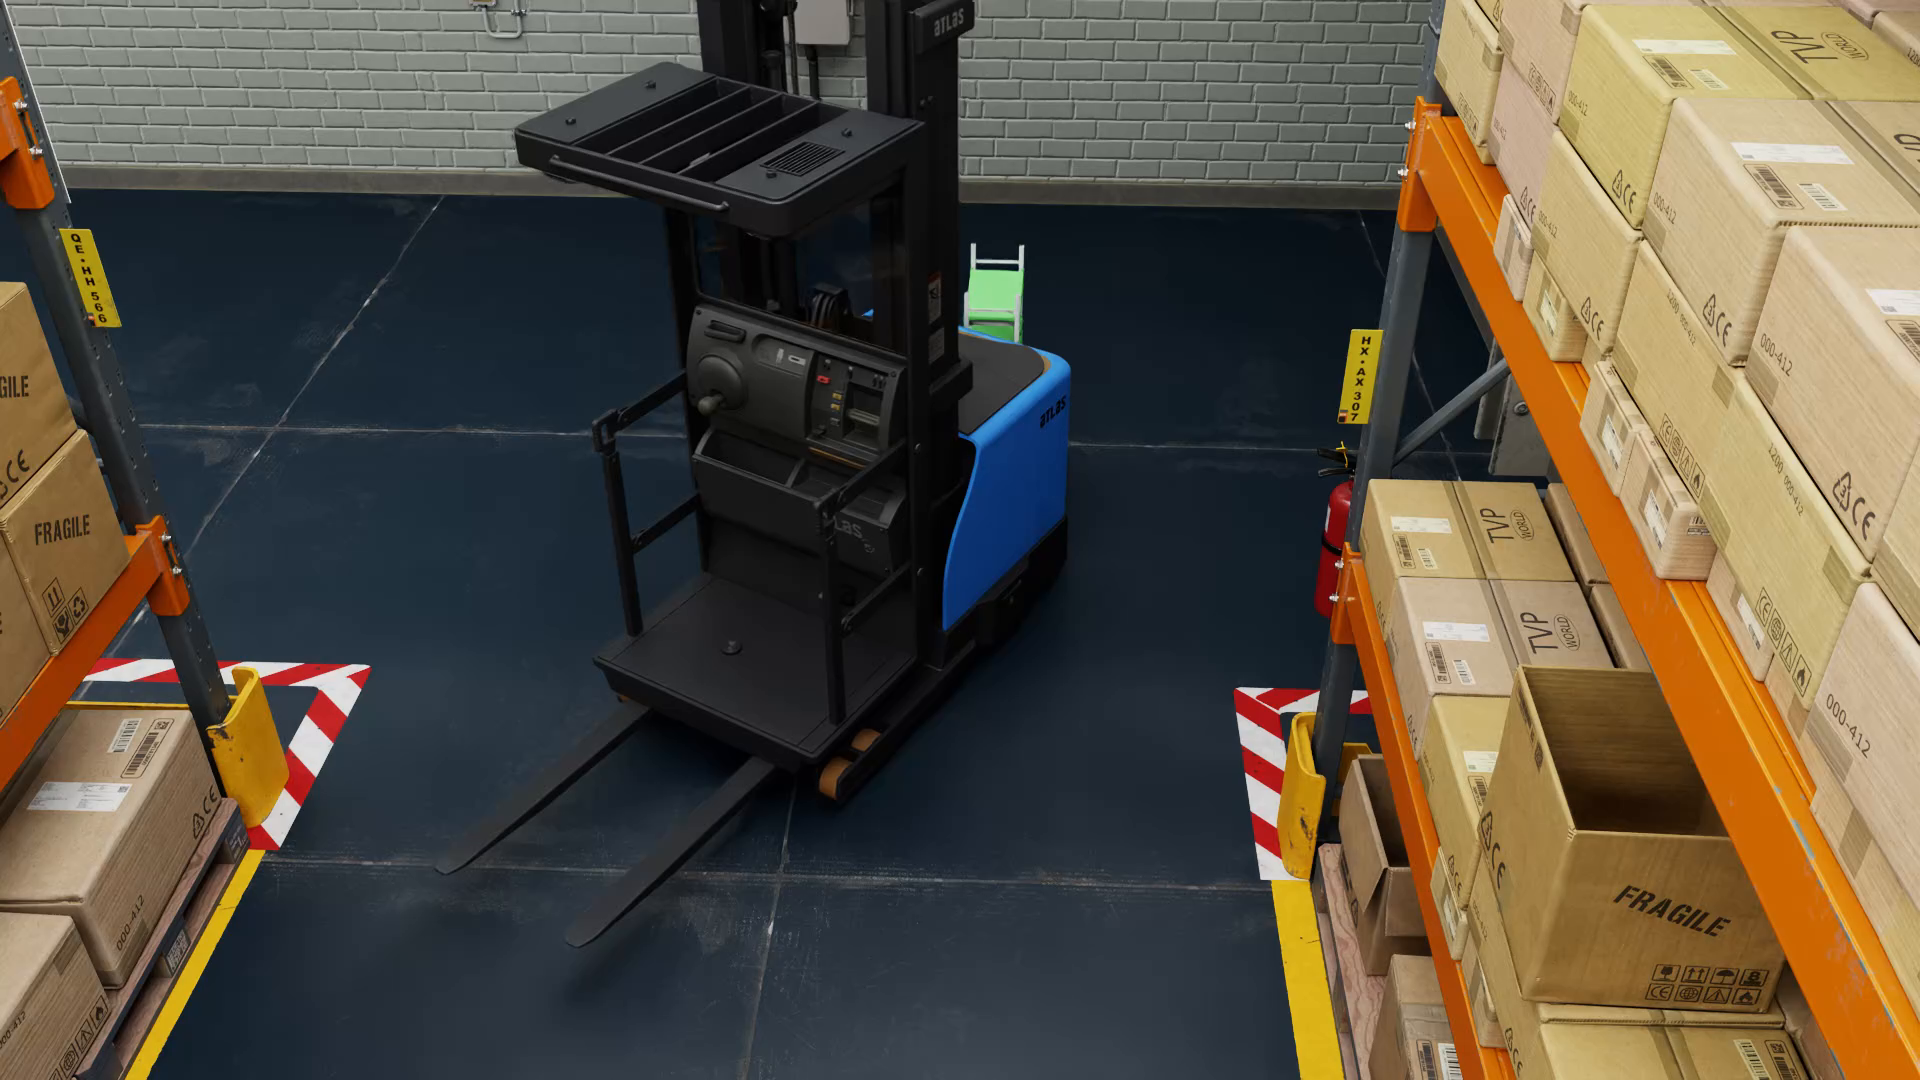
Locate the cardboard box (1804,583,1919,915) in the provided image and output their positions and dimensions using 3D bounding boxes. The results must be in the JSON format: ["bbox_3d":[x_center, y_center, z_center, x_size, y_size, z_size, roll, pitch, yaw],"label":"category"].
[{"bbox_3d":[1.390,0.297,1.981,0.500,0.250,0.500,0,35,0],"label":"cardboard box"}]

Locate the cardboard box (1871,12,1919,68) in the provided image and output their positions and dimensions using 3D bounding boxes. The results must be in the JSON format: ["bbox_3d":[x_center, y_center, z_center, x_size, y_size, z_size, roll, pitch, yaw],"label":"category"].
[{"bbox_3d":[2.001,-0.767,3.060,0.500,0.250,0.500,2,35,2],"label":"cardboard box"}]

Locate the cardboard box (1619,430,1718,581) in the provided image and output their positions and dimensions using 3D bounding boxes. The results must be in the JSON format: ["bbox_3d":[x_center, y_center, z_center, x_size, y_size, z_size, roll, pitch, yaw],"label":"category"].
[{"bbox_3d":[1.362,-0.056,2.831,0.380,0.149,0.250,2,35,3],"label":"cardboard box"}]

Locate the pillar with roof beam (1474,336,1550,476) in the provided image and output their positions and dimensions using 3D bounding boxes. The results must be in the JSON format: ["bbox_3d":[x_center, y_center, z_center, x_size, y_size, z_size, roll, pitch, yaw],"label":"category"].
[{"bbox_3d":[-1.521,-4.214,5.919,9.100,9.000,0.400,1,35,2],"label":"pillar with roof beam"}]

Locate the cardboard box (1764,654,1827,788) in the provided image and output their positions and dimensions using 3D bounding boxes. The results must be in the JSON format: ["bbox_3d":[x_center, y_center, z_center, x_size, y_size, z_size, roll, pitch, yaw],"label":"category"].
[{"bbox_3d":[1.417,0.240,2.409,0.380,0.149,0.250,2,35,3],"label":"cardboard box"}]

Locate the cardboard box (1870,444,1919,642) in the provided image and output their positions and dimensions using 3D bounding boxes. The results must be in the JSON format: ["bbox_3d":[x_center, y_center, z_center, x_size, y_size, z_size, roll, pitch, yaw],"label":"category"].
[{"bbox_3d":[1.402,0.087,1.845,0.500,0.250,0.500,1,35,1],"label":"cardboard box"}]

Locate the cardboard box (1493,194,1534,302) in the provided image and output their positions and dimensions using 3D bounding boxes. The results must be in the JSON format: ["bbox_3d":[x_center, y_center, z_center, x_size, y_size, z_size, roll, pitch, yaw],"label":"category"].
[{"bbox_3d":[1.402,-0.639,3.661,0.380,0.149,0.250,2,35,3],"label":"cardboard box"}]

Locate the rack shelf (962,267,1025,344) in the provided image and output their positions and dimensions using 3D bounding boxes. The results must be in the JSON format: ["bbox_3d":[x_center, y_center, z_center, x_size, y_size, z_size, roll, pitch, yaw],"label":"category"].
[{"bbox_3d":[0.155,-1.054,7.482,0.258,0.148,0.480,2,35,3],"label":"rack shelf"}]

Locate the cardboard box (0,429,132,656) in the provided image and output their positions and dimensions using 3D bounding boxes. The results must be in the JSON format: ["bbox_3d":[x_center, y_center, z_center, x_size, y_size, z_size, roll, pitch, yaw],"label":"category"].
[{"bbox_3d":[-2.943,-0.002,5.057,0.500,0.500,0.500,2,35,2],"label":"cardboard box"}]

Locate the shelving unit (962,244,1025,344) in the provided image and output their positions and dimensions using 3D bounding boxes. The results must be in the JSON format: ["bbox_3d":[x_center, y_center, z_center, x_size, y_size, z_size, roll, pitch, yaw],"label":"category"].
[{"bbox_3d":[0.155,-0.713,7.721,0.258,1.200,0.503,2,35,3],"label":"shelving unit"}]

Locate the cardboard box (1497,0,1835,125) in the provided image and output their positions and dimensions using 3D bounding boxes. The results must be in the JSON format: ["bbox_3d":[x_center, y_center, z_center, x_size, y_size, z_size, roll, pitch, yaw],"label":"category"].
[{"bbox_3d":[1.463,-1.083,3.510,0.500,0.250,0.500,1,35,2],"label":"cardboard box"}]

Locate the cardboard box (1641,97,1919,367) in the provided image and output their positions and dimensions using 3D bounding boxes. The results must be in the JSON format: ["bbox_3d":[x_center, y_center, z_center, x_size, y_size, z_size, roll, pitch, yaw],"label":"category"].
[{"bbox_3d":[1.446,-0.501,2.682,0.500,0.250,0.500,2,35,3],"label":"cardboard box"}]

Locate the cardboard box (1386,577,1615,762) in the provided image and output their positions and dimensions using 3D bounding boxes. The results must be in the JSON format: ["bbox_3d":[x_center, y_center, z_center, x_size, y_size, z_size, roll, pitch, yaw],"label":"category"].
[{"bbox_3d":[1.464,0.352,4.512,0.500,0.250,0.500,2,35,2],"label":"cardboard box"}]

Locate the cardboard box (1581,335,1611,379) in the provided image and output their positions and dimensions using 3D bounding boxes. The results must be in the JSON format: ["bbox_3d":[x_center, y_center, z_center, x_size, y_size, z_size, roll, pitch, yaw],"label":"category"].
[{"bbox_3d":[1.450,-0.345,3.242,0.380,0.149,0.250,1,35,1],"label":"cardboard box"}]

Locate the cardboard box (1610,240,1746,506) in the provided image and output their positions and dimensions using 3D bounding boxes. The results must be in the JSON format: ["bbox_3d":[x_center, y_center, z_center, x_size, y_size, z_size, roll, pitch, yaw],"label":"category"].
[{"bbox_3d":[1.450,-0.286,2.812,0.500,0.250,0.500,1,35,1],"label":"cardboard box"}]

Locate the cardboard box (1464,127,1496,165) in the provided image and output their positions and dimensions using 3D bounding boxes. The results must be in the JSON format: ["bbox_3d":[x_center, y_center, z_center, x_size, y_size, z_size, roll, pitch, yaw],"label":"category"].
[{"bbox_3d":[1.526,-1.078,4.285,0.380,0.149,0.250,2,35,3],"label":"cardboard box"}]

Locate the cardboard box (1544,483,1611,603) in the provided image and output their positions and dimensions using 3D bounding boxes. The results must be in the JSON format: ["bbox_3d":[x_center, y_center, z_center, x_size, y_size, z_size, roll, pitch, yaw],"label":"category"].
[{"bbox_3d":[2.018,0.079,4.901,0.500,0.250,0.500,2,35,3],"label":"cardboard box"}]

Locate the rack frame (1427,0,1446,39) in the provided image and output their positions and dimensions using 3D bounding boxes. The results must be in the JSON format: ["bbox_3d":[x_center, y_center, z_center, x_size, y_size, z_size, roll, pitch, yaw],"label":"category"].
[{"bbox_3d":[1.771,-2.586,3.603,1.000,3.000,0.127,1,35,2],"label":"rack frame"}]

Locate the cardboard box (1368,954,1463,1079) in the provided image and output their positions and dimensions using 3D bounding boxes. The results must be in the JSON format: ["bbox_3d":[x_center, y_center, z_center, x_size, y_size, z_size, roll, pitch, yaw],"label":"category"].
[{"bbox_3d":[1.579,1.559,4.732,0.700,0.500,0.500,3,35,4],"label":"cardboard box"}]

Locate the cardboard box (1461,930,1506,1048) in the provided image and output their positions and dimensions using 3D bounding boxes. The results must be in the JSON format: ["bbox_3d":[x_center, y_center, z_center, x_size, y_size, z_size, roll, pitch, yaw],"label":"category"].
[{"bbox_3d":[1.392,1.045,3.874,0.380,0.149,0.250,2,35,3],"label":"cardboard box"}]

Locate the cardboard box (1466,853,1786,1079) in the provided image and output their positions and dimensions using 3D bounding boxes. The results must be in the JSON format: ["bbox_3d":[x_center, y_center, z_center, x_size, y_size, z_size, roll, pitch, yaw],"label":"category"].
[{"bbox_3d":[1.448,0.938,3.679,0.500,0.250,0.500,0,35,1],"label":"cardboard box"}]

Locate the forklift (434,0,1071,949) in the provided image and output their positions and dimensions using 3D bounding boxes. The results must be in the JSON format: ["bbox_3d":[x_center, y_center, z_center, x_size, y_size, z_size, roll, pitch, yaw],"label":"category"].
[{"bbox_3d":[-0.730,-0.515,5.934,1.130,2.935,3.031,20,40,26],"label":"forklift"}]

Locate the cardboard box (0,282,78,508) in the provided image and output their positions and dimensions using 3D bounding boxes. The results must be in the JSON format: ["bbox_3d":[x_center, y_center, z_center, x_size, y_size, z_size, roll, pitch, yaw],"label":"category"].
[{"bbox_3d":[-2.970,-0.412,4.770,0.500,0.500,0.500,2,35,3],"label":"cardboard box"}]

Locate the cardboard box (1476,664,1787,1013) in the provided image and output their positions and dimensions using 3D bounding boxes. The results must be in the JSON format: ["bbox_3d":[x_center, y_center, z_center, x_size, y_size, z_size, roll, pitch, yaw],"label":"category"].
[{"bbox_3d":[1.424,0.618,3.482,0.500,0.500,0.500,2,35,3],"label":"cardboard box"}]

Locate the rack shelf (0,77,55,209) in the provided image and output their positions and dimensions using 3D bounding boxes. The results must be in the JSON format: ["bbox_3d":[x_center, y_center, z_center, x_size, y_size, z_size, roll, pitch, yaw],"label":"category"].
[{"bbox_3d":[-3.269,-0.028,3.198,1.077,0.370,4.000,1,35,2],"label":"rack shelf"}]

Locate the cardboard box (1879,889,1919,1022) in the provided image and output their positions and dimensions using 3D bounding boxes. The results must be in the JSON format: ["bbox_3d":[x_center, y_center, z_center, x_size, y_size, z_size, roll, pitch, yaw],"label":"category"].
[{"bbox_3d":[1.362,0.534,1.991,0.380,0.149,0.250,2,35,3],"label":"cardboard box"}]

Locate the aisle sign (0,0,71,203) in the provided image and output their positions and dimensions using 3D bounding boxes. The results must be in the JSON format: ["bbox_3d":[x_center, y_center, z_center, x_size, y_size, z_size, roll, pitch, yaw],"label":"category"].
[{"bbox_3d":[-2.876,-1.342,4.790,0.394,0.787,0.004,1,35,2],"label":"aisle sign"}]

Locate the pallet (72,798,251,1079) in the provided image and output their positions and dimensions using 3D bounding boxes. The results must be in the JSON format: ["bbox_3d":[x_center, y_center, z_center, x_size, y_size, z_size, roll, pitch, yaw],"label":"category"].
[{"bbox_3d":[-3.142,1.358,5.634,1.003,0.211,1.213,1,35,2],"label":"pallet"}]

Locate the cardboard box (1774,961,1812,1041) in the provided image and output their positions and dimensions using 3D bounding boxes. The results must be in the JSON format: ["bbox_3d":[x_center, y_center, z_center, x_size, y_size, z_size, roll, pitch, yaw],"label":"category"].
[{"bbox_3d":[1.950,0.960,3.648,0.500,0.250,0.500,1,35,2],"label":"cardboard box"}]

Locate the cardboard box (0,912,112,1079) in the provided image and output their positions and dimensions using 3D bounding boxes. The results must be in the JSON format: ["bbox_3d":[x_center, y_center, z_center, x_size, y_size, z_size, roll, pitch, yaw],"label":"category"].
[{"bbox_3d":[-3.143,1.540,4.813,0.875,0.438,0.875,2,35,3],"label":"cardboard box"}]

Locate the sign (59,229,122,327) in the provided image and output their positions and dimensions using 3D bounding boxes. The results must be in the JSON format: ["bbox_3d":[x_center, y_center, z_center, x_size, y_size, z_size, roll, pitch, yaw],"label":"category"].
[{"bbox_3d":[-2.647,-0.794,5.058,0.100,0.325,0.005,1,35,2],"label":"sign"}]

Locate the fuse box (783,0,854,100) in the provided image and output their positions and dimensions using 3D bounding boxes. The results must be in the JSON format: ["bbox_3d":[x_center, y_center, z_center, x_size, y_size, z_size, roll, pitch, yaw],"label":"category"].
[{"bbox_3d":[-0.892,-2.825,10.281,0.539,1.711,0.414,1,35,2],"label":"fuse box"}]

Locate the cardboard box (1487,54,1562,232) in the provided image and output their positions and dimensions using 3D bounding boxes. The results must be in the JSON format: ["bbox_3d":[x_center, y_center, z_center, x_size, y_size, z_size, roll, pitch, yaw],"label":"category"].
[{"bbox_3d":[1.481,-0.878,3.654,0.500,0.250,0.500,2,35,3],"label":"cardboard box"}]

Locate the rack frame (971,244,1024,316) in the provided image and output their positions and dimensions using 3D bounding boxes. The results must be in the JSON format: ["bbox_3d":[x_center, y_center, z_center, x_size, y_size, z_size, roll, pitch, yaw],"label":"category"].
[{"bbox_3d":[0.171,-0.853,7.921,0.240,1.200,0.015,2,35,3],"label":"rack frame"}]

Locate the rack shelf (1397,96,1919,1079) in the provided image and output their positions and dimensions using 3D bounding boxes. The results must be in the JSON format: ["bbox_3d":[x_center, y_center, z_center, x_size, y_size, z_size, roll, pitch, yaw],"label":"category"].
[{"bbox_3d":[1.691,0.085,3.038,1.077,0.370,4.000,1,35,2],"label":"rack shelf"}]

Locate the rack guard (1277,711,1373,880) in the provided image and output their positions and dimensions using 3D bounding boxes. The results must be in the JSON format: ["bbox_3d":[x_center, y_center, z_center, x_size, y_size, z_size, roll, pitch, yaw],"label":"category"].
[{"bbox_3d":[1.768,0.935,5.985,1.175,0.500,0.348,1,35,2],"label":"rack guard"}]
